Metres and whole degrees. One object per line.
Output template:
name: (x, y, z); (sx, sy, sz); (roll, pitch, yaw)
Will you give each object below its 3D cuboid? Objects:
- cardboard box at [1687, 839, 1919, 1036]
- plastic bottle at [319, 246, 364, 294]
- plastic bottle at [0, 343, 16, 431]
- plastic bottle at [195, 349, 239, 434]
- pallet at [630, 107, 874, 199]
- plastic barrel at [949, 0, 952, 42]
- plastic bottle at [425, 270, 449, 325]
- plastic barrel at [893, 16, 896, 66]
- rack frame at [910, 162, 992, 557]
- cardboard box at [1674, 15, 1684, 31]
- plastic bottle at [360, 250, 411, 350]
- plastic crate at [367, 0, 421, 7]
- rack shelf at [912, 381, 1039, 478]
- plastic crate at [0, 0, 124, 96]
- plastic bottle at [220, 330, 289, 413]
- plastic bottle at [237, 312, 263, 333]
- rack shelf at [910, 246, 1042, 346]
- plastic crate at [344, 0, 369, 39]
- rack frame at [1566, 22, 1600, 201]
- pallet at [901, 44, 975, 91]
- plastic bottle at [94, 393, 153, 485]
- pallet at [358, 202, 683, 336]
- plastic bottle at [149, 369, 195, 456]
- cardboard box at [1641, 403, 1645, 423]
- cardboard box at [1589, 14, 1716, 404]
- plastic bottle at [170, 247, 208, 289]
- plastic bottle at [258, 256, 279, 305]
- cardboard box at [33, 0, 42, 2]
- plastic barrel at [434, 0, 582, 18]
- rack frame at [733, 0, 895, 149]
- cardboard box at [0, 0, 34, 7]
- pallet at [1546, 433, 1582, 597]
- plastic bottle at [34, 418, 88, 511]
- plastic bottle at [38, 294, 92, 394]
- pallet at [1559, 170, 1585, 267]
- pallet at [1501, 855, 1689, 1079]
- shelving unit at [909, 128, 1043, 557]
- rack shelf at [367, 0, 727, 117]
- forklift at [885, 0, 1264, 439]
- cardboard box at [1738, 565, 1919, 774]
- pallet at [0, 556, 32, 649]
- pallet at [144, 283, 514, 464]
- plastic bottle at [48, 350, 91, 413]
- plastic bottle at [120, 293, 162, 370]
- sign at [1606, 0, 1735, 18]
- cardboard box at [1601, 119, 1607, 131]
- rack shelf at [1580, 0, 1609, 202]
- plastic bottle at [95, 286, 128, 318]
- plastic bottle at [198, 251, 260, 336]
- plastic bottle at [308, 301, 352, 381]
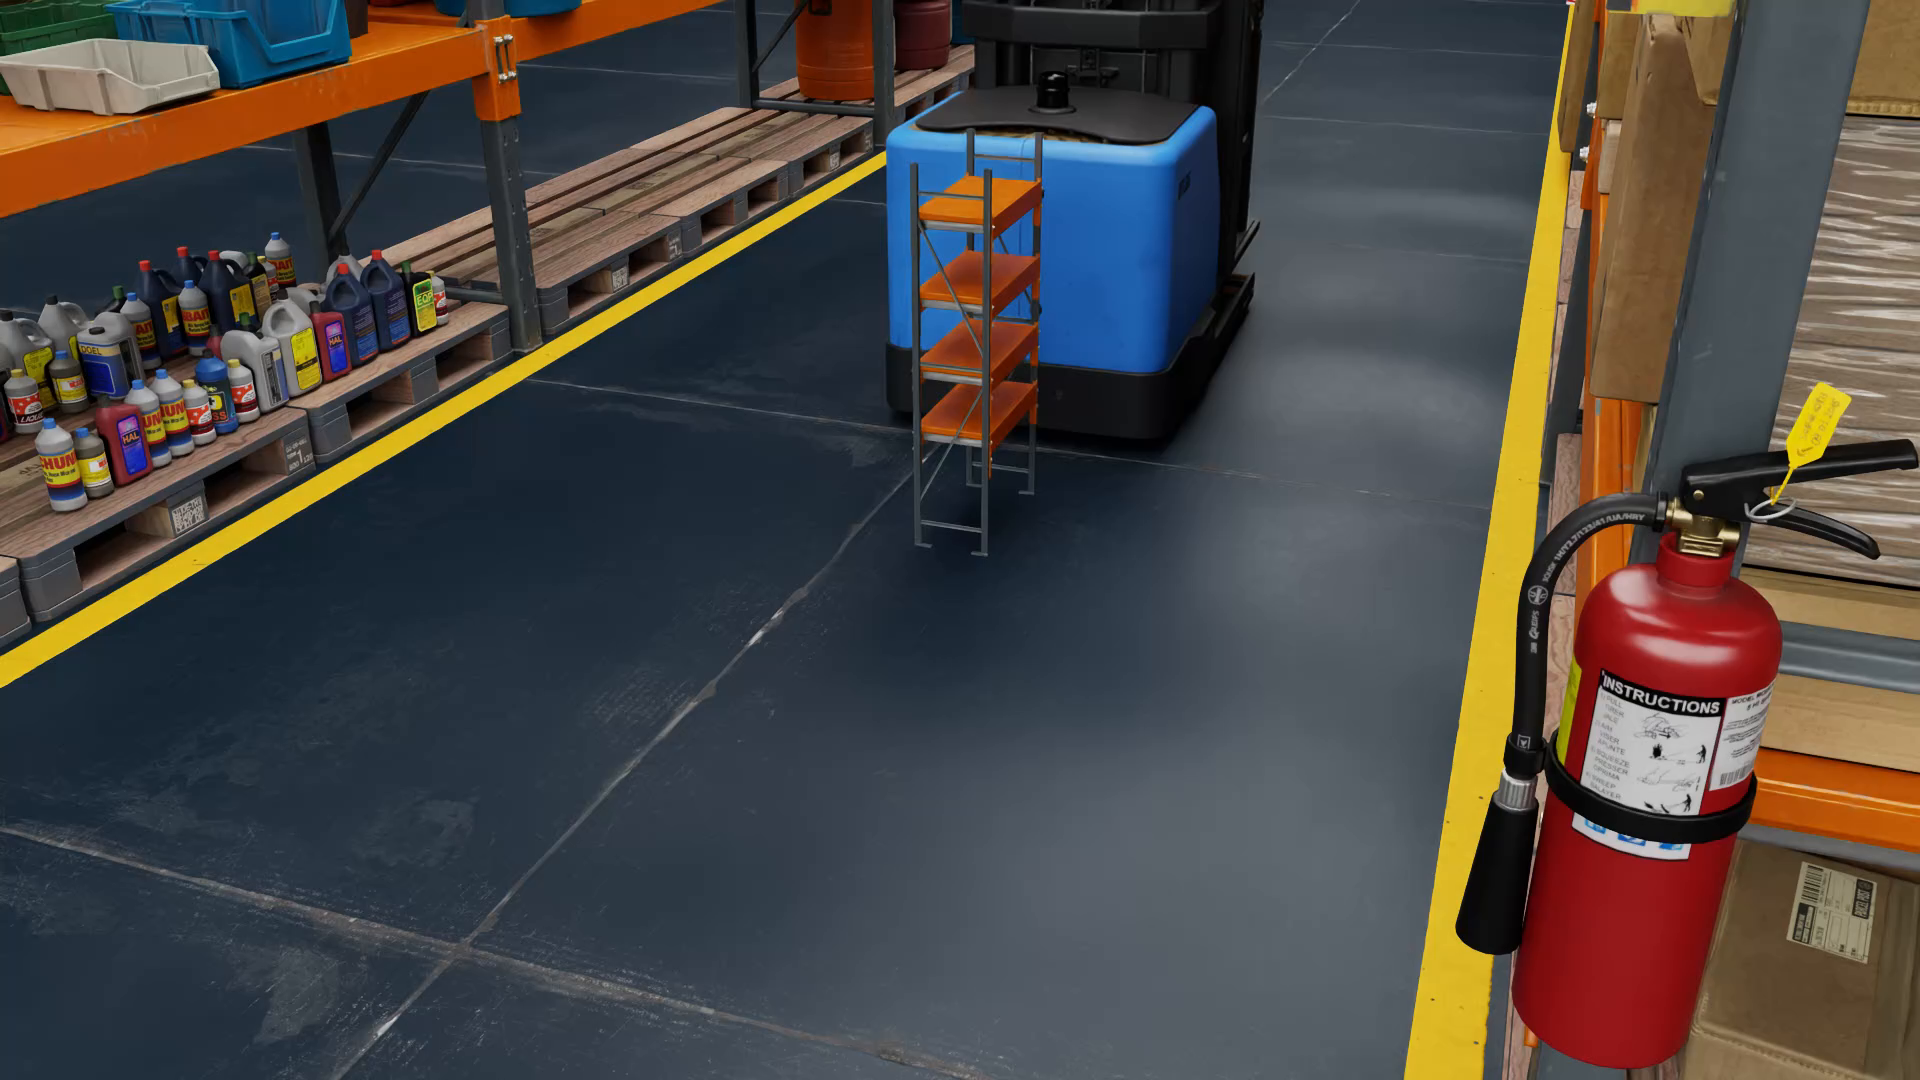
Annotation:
cardboard box: (1.507, 0.591, 2.973); (0.500, 0.500, 0.500); (17, 30, 31)
plastic bottle: (-2.301, -0.922, 6.247); (0.144, 0.351, 0.185); (9, 27, 17)
plastic bottle: (-3.200, -0.505, 5.472); (0.152, 0.276, 0.135); (8, 27, 16)
plastic bottle: (-2.442, -0.493, 5.453); (0.097, 0.271, 0.097); (0, 26, 0)
pallet: (-1.186, -2.278, 9.712); (1.003, 0.211, 1.213); (9, 27, 17)
plastic barrel: (-0.266, -3.828, 12.086); (0.421, 0.512, 0.421); (0, 26, 0)
plastic bottle: (-2.050, -0.946, 6.468); (0.097, 0.201, 0.097); (0, 26, 0)
plastic barrel: (-0.642, -3.363, 11.128); (0.421, 0.512, 0.421); (0, 26, 0)
rack frame: (-0.026, -0.508, 4.922); (0.240, 1.200, 0.015); (9, 27, 17)
cardboard box: (1.228, -0.937, 2.139); (0.500, 0.500, 0.500); (9, 27, 17)
plastic bottle: (-2.166, -0.901, 6.204); (0.144, 0.351, 0.185); (8, 27, 16)
plastic crate: (-2.350, -2.474, 6.844); (0.402, 0.464, 0.583); (9, 27, 17)
rack shelf: (0.055, -0.369, 5.245); (0.258, 0.148, 0.480); (9, 27, 17)
plastic crate: (-2.941, -1.590, 5.334); (0.450, 0.188, 0.662); (9, 27, 17)
plastic bottle: (-2.395, -0.590, 5.647); (0.152, 0.276, 0.135); (9, 27, 18)
plastic bottle: (-2.442, -0.664, 5.791); (0.061, 0.283, 0.133); (9, 27, 17)
rack shelf: (0.055, -0.749, 5.061); (0.258, 0.148, 0.480); (9, 27, 17)
plastic crate: (-2.517, -1.977, 5.963); (0.767, 0.338, 0.504); (9, 27, 17)
rack frame: (3.779, -3.127, 8.267); (1.000, 3.000, 0.127); (9, 27, 17)
pallet: (-0.261, -3.420, 12.072); (1.003, 0.211, 1.213); (9, 27, 17)
plastic bottle: (-2.564, -0.324, 5.089); (0.061, 0.283, 0.133); (9, 27, 18)
pallet: (-1.998, -1.275, 7.641); (1.003, 0.211, 1.213); (9, 27, 17)
plastic bottle: (-2.510, -0.410, 5.281); (0.097, 0.271, 0.097); (0, 26, 0)
cardboard box: (1.233, -0.187, 2.483); (0.380, 0.149, 0.250); (9, 27, 17)
cardboard box: (1.379, -0.464, 2.309); (0.875, 0.500, 0.500); (9, 27, 17)
plastic bottle: (-2.883, -0.936, 6.276); (0.144, 0.351, 0.185); (10, 27, 19)
plastic bottle: (-2.776, -1.031, 6.644); (0.097, 0.201, 0.097); (0, 26, 0)
cardboard box: (-5.671, -3.304, 10.661); (0.500, 0.311, 0.500); (8, 27, 17)
plastic barrel: (-1.809, -2.542, 6.483); (0.600, 0.901, 0.708); (9, 27, 17)
rack frame: (-0.892, -3.846, 9.751); (1.000, 3.000, 0.127); (9, 27, 17)
cardboard box: (-6.180, -3.380, 10.818); (0.500, 0.311, 0.500); (8, 27, 16)
pallet: (2.257, 0.053, 4.899); (1.003, 0.211, 1.213); (9, 27, 17)
plastic bottle: (-2.657, -0.228, 4.905); (0.097, 0.271, 0.097); (0, 26, 0)
plastic bottle: (-3.087, -0.684, 5.755); (0.144, 0.351, 0.185); (9, 27, 17)
pallet: (3.517, -1.551, 8.212); (1.003, 0.211, 1.213); (9, 27, 17)
pallet: (1.446, 1.055, 2.828); (1.003, 0.211, 1.213); (9, 27, 17)
shelving unit: (0.055, -0.608, 5.129); (0.258, 1.200, 0.503); (9, 27, 17)
rack shelf: (-1.557, -2.700, 8.210); (1.077, 0.370, 4.000); (9, 27, 17)
forklift: (0.667, -2.292, 6.621); (1.130, 2.935, 3.031); (8, 27, 16)
cardboard box: (1.017, 0.126, 1.836); (0.380, 0.149, 0.250); (9, 27, 17)
pallet: (-3.298, 0.326, 4.335); (1.003, 0.211, 1.213); (9, 27, 17)
pallet: (-2.486, -0.677, 6.406); (1.003, 0.211, 1.213); (9, 27, 17)
plastic bottle: (-3.021, -0.541, 5.631); (0.097, 0.201, 0.097); (0, 26, 0)
plastic bottle: (-2.959, -0.757, 5.997); (0.097, 0.271, 0.097); (0, 26, 0)
sign: (0.600, -0.592, 1.339); (0.100, 0.325, 0.005); (9, 27, 17)
cardboard box: (1.997, -1.225, 4.626); (0.380, 0.149, 0.250); (9, 27, 17)
rack shelf: (3.113, -1.982, 6.726); (1.077, 0.370, 4.000); (9, 27, 17)
plastic bottle: (-3.040, -0.766, 6.003); (0.061, 0.283, 0.133); (10, 28, 20)
plastic bottle: (-2.747, -0.915, 6.233); (0.144, 0.351, 0.185); (9, 27, 17)
plastic bottle: (-2.244, -0.719, 5.905); (0.061, 0.283, 0.133); (11, 28, 21)
